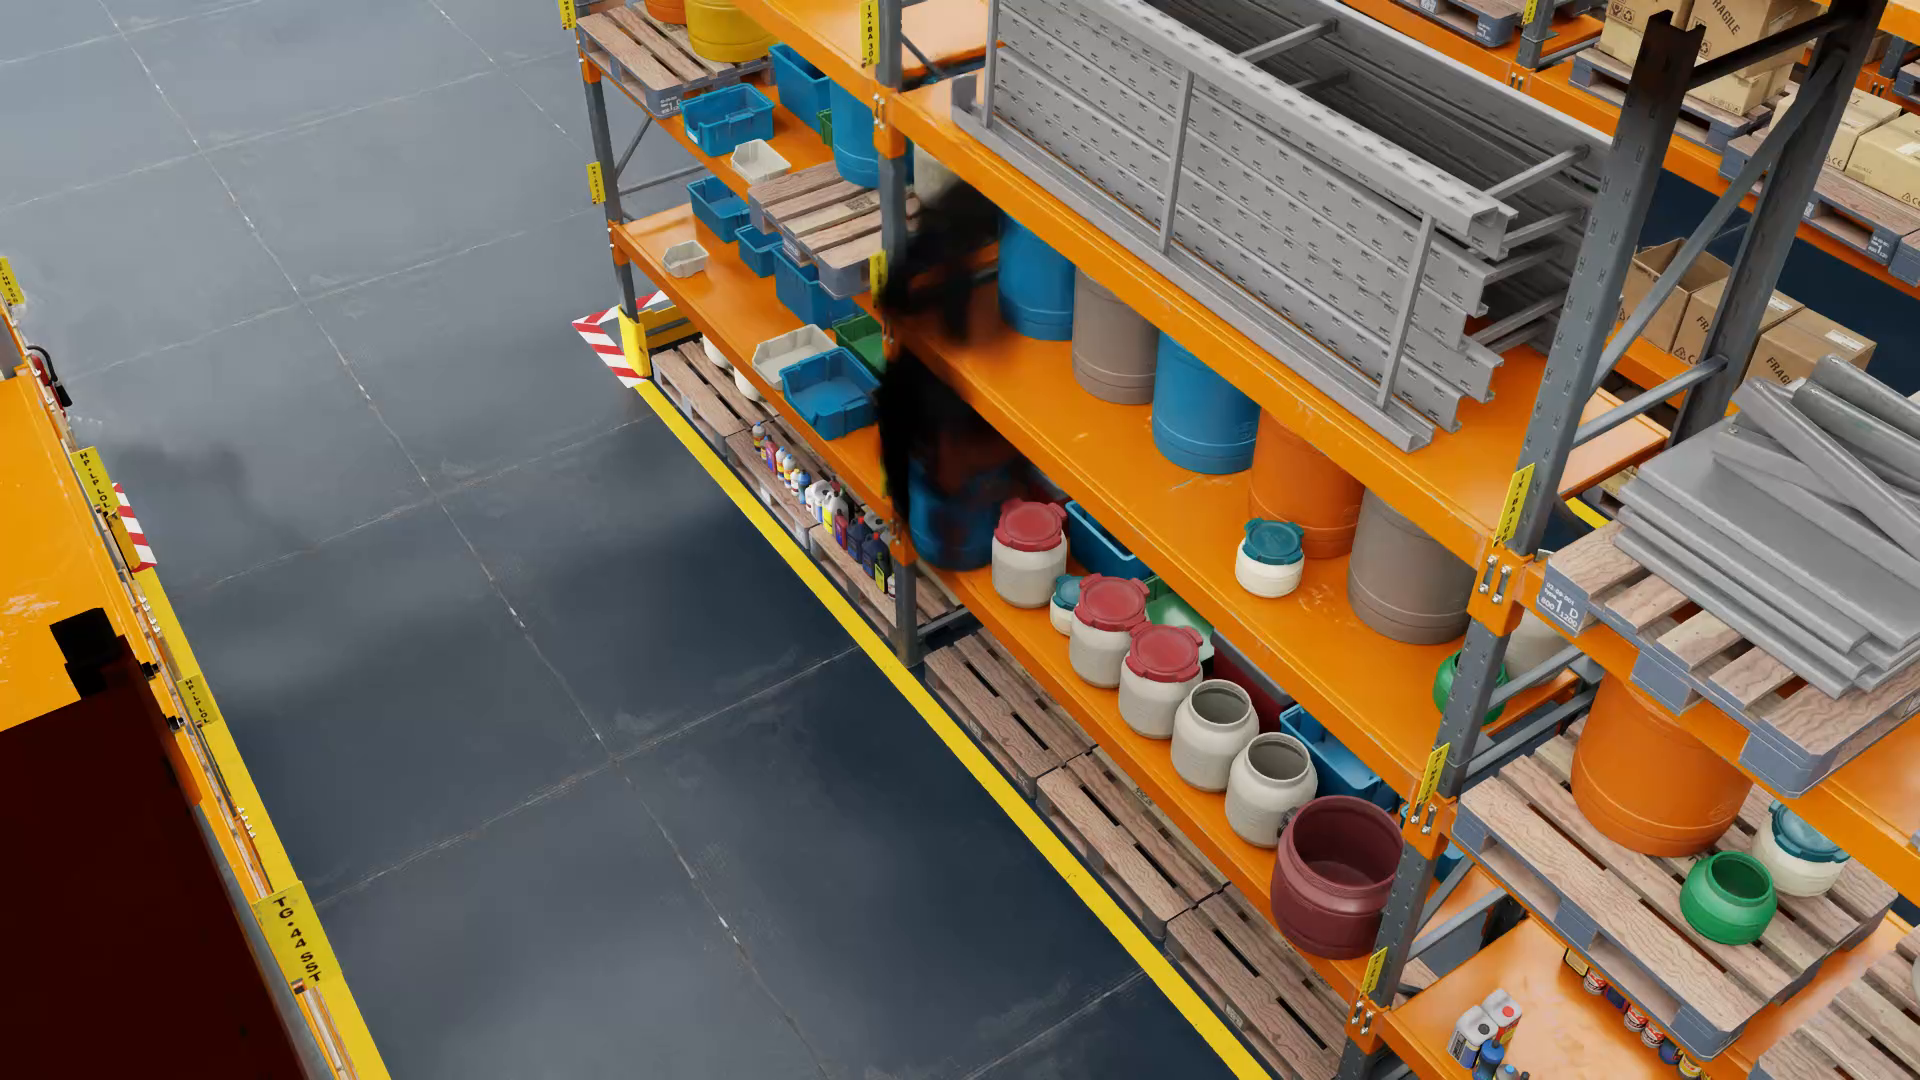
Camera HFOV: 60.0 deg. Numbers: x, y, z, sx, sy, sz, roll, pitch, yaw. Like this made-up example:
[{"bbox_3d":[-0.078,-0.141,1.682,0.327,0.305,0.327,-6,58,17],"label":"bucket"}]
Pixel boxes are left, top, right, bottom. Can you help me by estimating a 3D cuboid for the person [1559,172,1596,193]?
[{"bbox_3d":[5.153,-3.046,13.720,0.987,1.786,0.656,33,52,31],"label":"person"}]
